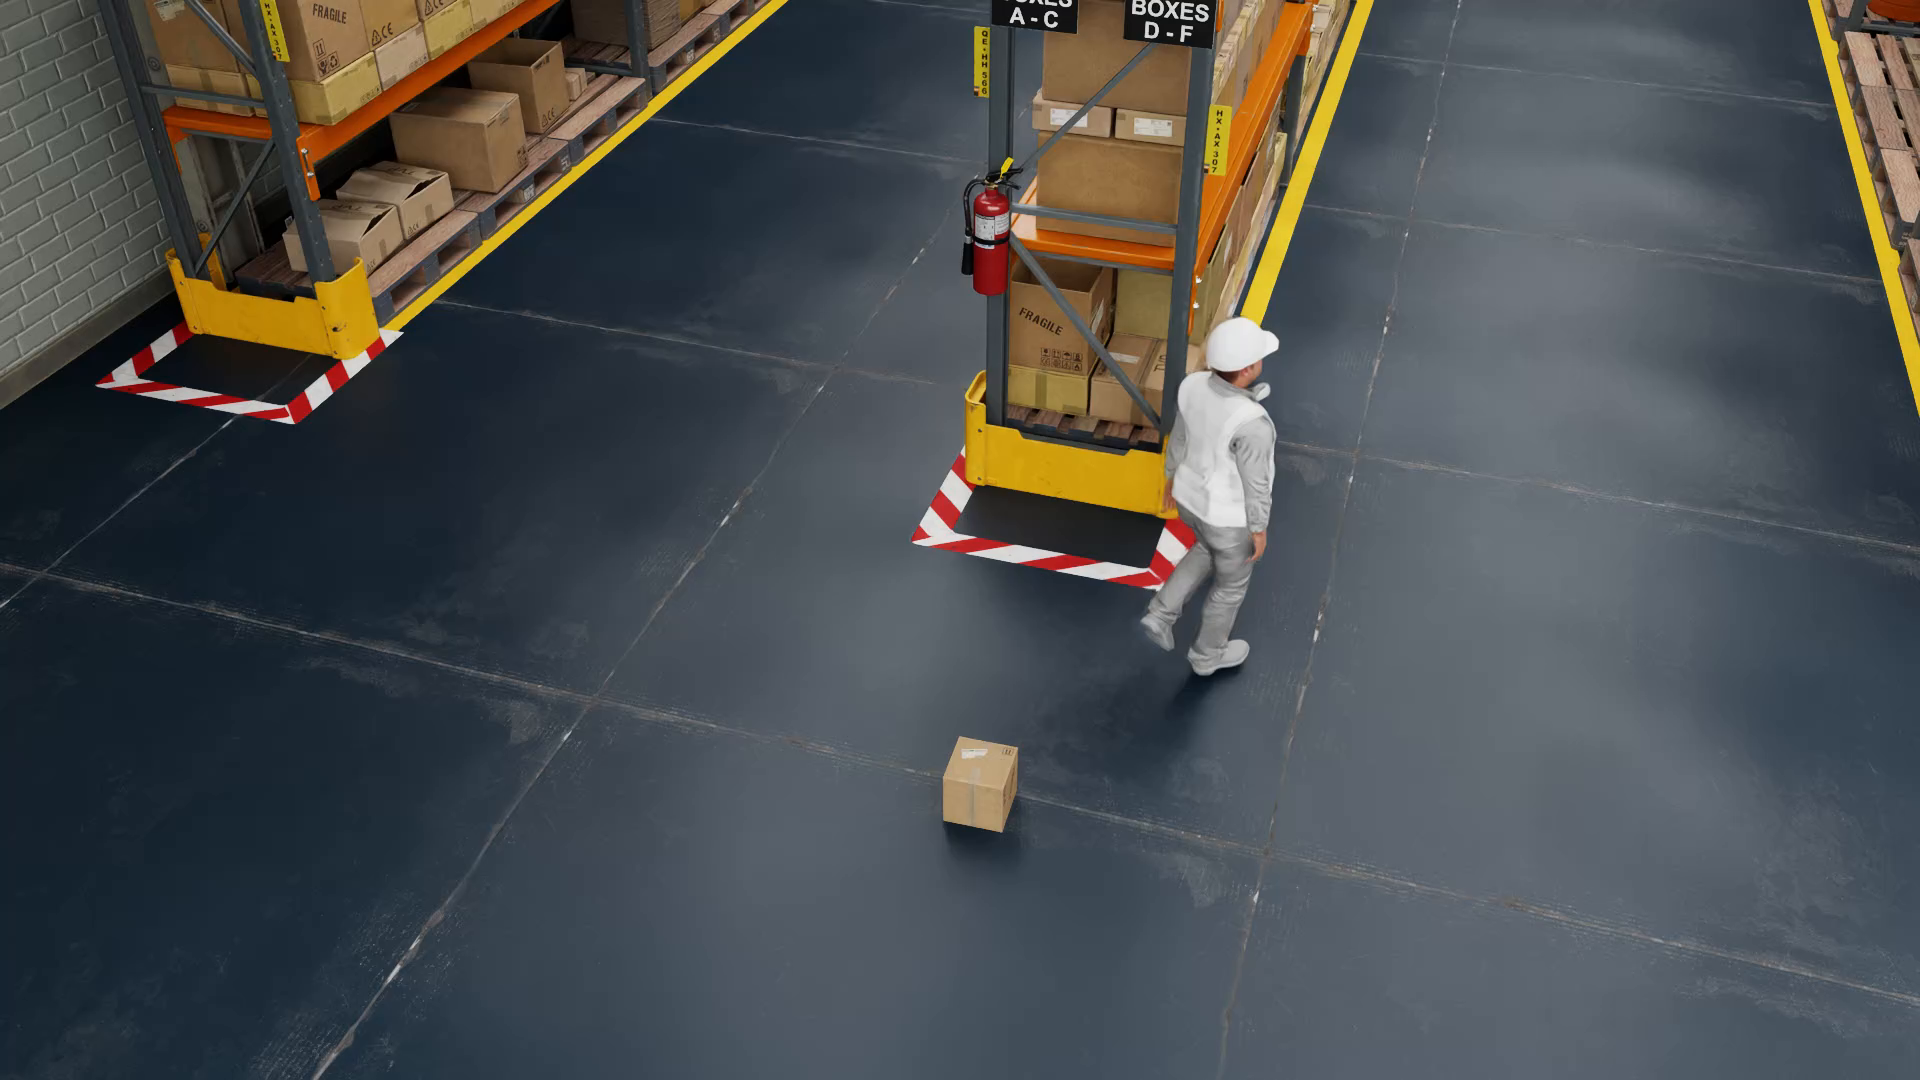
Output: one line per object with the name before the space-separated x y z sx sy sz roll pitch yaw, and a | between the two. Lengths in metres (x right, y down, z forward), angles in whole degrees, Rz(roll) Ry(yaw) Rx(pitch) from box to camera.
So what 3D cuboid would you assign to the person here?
person | 1.078 -0.154 7.033 0.498 1.766 0.561 -20 41 -24
